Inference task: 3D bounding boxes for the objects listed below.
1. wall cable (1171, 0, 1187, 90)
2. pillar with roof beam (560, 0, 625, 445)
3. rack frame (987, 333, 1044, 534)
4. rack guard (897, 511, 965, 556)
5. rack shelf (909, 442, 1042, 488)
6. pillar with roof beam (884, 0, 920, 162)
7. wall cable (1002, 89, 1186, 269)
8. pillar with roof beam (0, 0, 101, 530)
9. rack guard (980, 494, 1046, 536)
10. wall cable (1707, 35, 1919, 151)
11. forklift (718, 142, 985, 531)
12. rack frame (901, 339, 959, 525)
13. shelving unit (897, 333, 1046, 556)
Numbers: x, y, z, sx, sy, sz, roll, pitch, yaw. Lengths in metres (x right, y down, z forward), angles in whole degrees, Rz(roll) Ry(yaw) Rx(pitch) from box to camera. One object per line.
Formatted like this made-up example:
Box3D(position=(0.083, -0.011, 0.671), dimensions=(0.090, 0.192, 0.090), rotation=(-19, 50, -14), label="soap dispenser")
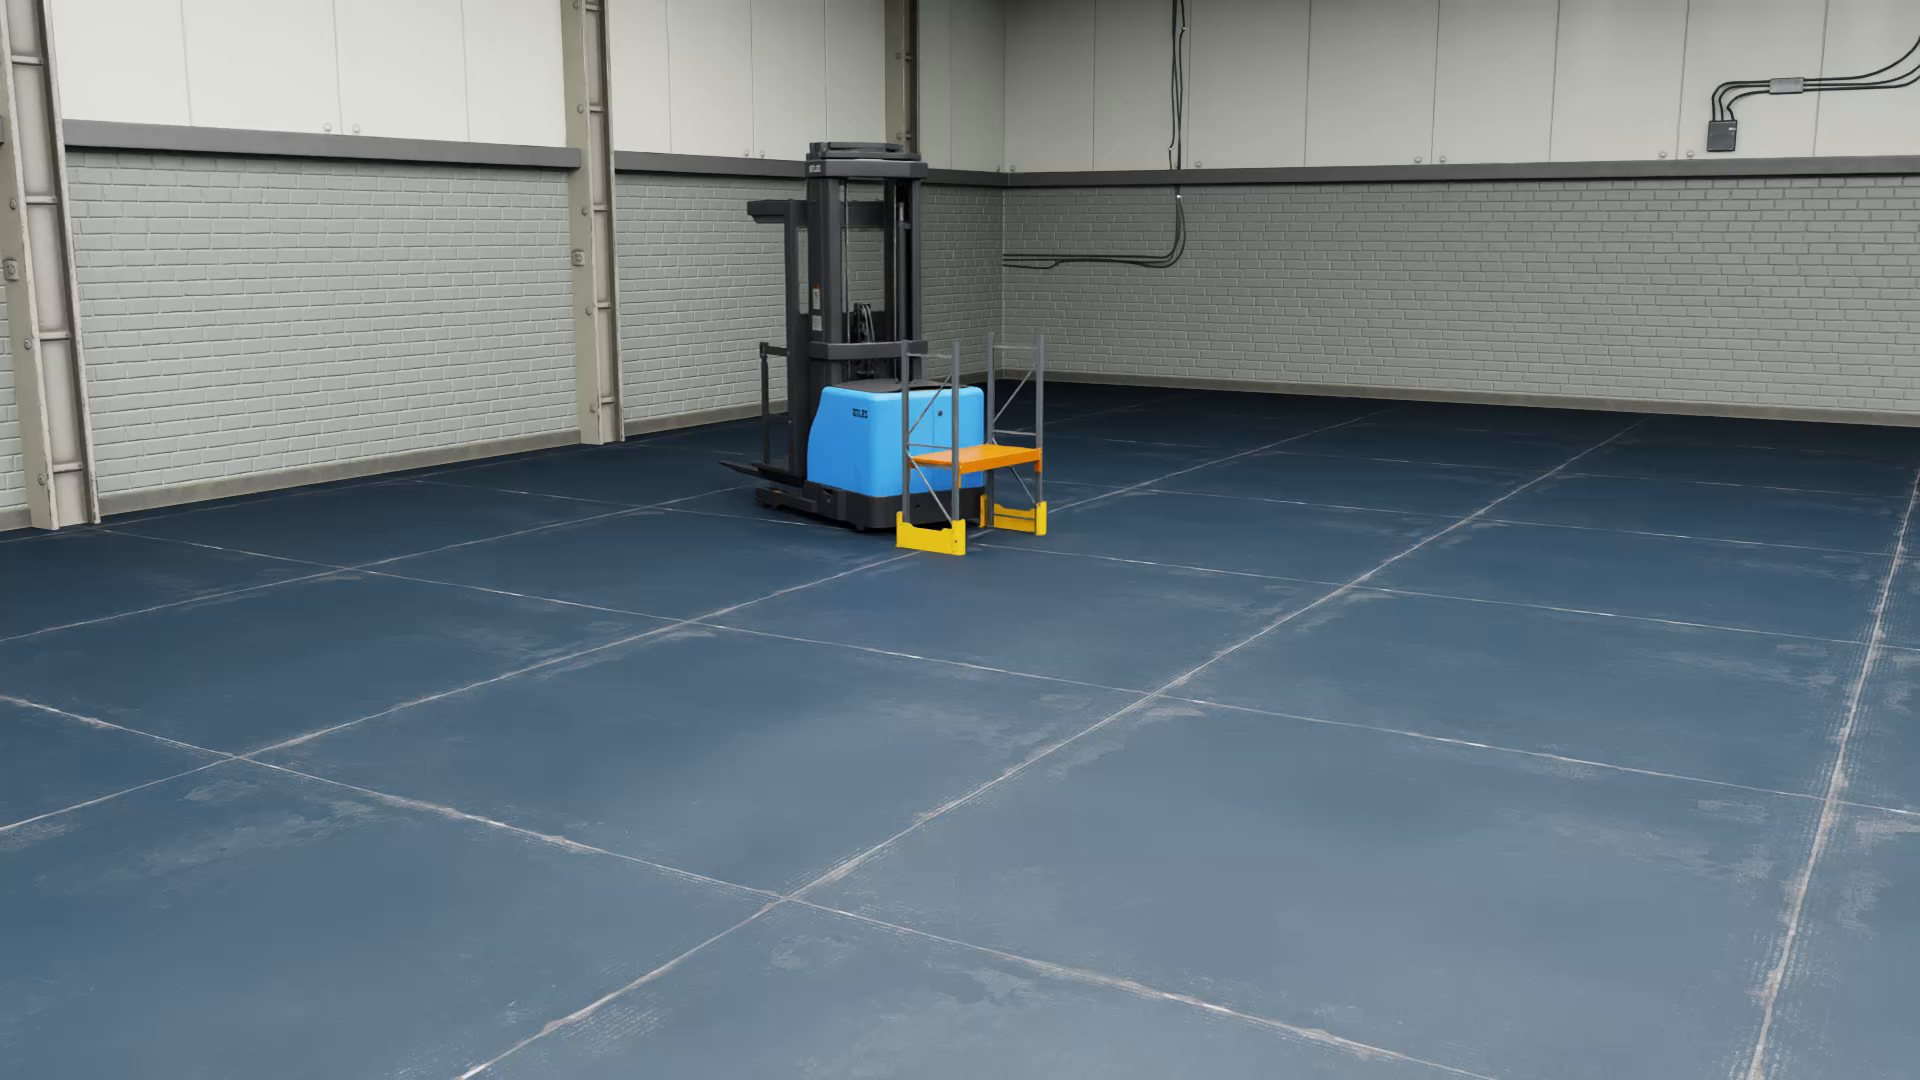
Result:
Box3D(position=(4.197, -7.468, 22.518), dimensions=(3.097, 2.526, 0.112), rotation=(6, 12, 31), label="wall cable")
Box3D(position=(-0.211, -5.078, 15.040), dimensions=(9.100, 9.000, 0.400), rotation=(6, 12, 31), label="pillar with roof beam")
Box3D(position=(0.416, -0.810, 12.620), dimensions=(0.500, 1.500, 0.032), rotation=(8, 13, 37), label="rack frame")
Box3D(position=(-0.211, -0.049, 11.951), dimensions=(0.587, 0.250, 0.087), rotation=(8, 13, 37), label="rack guard")
Box3D(position=(0.102, -0.560, 12.261), dimensions=(0.538, 0.185, 1.000), rotation=(8, 13, 37), label="rack shelf")
Box3D(position=(2.904, -6.022, 20.081), dimensions=(9.100, 9.000, 0.400), rotation=(6, 12, 31), label="pillar with roof beam")
Box3D(position=(1.885, -5.244, 24.363), dimensions=(3.097, 2.526, 0.112), rotation=(6, 12, 31), label="wall cable")
Box3D(position=(-3.326, -4.135, 10.000), dimensions=(9.100, 9.000, 0.400), rotation=(6, 12, 31), label="pillar with roof beam")
Box3D(position=(0.404, -0.193, 12.721), dimensions=(0.587, 0.250, 0.087), rotation=(8, 13, 37), label="rack guard")
Box3D(position=(9.990, -7.532, 18.907), dimensions=(2.305, 6.003, 0.169), rotation=(6, 12, 31), label="wall cable")
Box3D(position=(-1.046, -1.732, 13.655), dimensions=(1.130, 2.935, 3.031), rotation=(-7, 13, -34), label="forklift")
Box3D(position=(-0.212, -0.663, 11.835), dimensions=(0.500, 1.500, 0.032), rotation=(8, 13, 37), label="rack frame")
Box3D(position=(0.096, -0.735, 12.221), dimensions=(0.587, 1.500, 1.083), rotation=(8, 13, 37), label="shelving unit")
